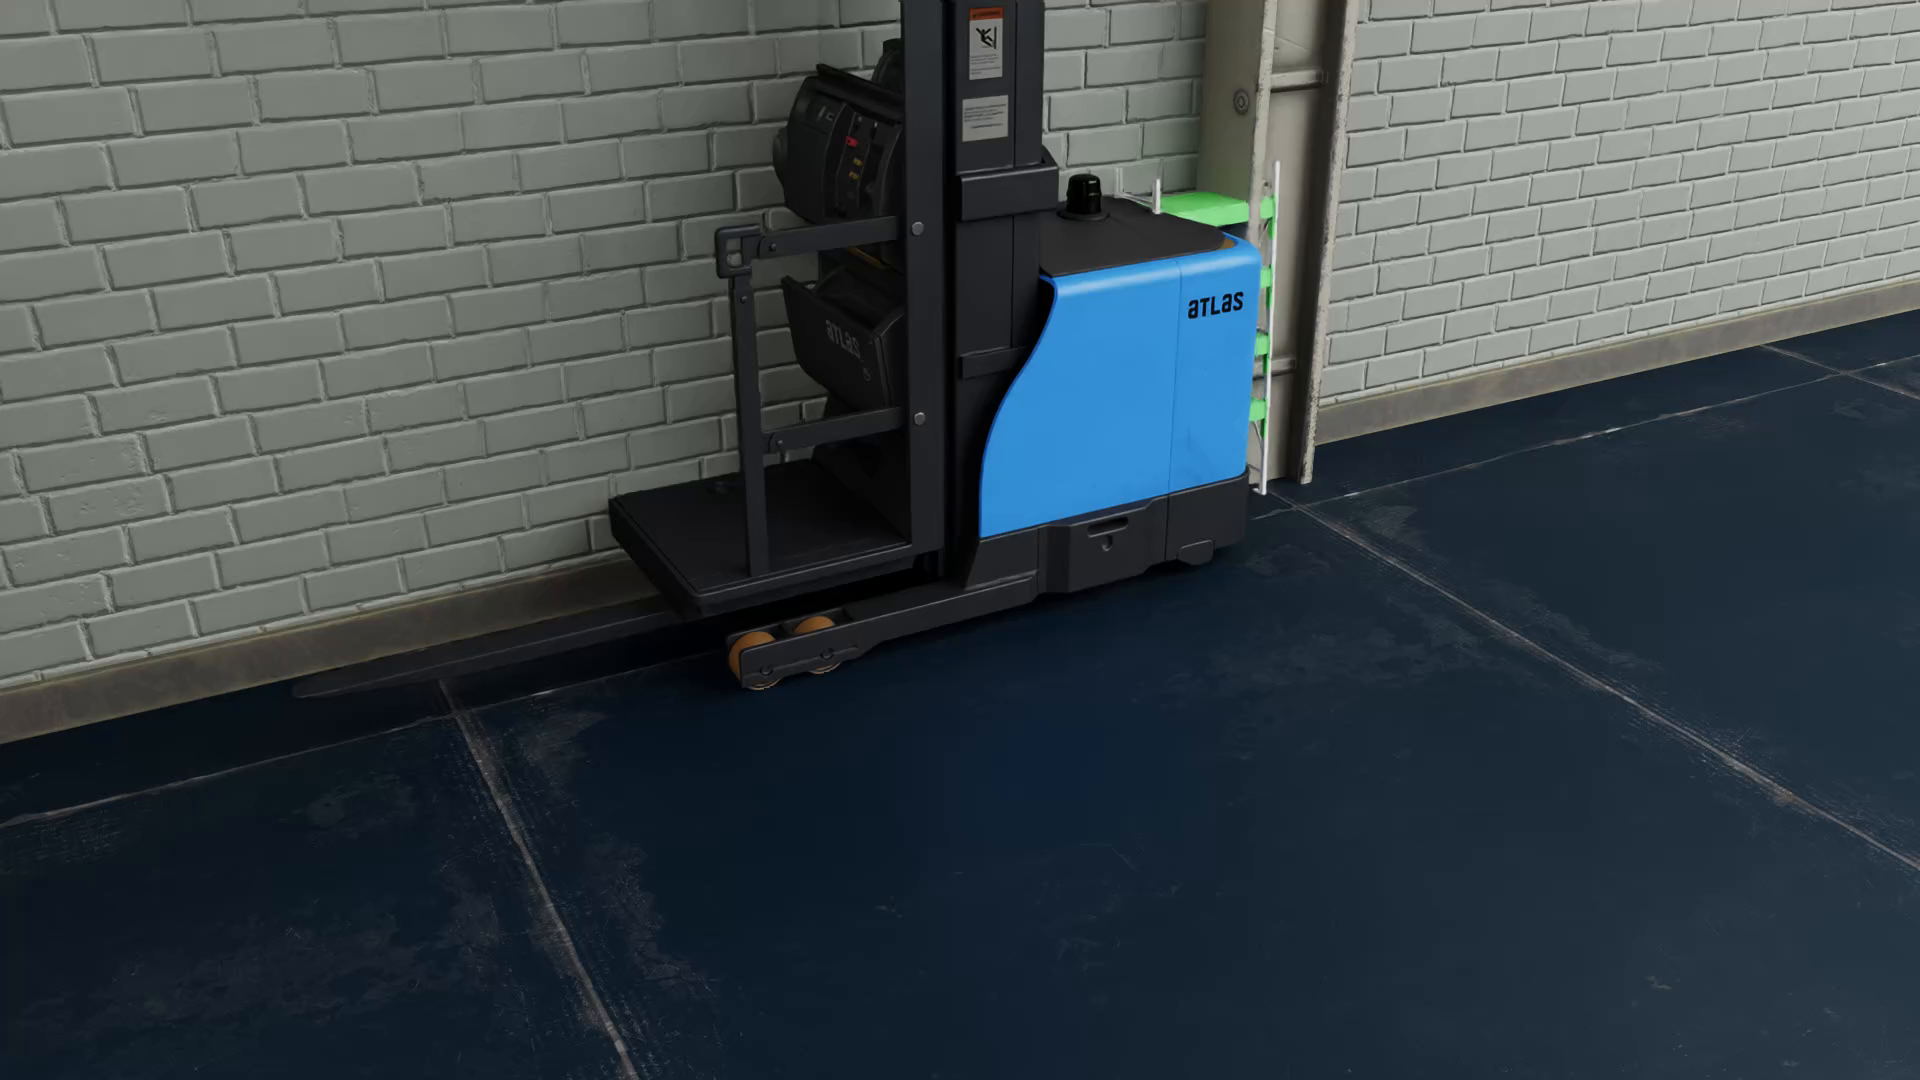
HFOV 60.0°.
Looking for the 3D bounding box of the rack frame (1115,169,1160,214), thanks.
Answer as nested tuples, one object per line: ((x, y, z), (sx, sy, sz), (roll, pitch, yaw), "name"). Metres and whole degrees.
((0.601, -0.649, 5.691), (0.015, 1.200, 0.240), (-14, 26, -26), "rack frame")

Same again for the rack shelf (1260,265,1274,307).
((0.809, -0.864, 5.728), (0.480, 0.148, 0.258), (-14, 26, -26), "rack shelf")

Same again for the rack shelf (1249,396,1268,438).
((0.824, -0.422, 5.917), (0.480, 0.148, 0.258), (-14, 26, -26), "rack shelf")

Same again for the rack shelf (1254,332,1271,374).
((0.816, -0.643, 5.822), (0.480, 0.148, 0.258), (-14, 26, -26), "rack shelf")

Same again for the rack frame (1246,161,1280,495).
((1.028, -0.755, 5.903), (0.015, 1.200, 0.240), (-14, 26, -26), "rack frame")

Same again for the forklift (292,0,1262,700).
((-0.580, -1.146, 4.750), (3.031, 2.935, 1.130), (-13, 29, -26), "forklift")

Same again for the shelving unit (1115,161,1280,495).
((0.814, -0.702, 5.797), (0.503, 1.200, 0.258), (-14, 26, -26), "shelving unit")

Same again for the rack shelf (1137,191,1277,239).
((0.801, -1.084, 5.634), (0.480, 0.148, 0.258), (-14, 26, -26), "rack shelf")

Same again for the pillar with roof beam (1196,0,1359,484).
((3.094, -2.649, 0.870), (0.400, 9.000, 9.100), (-13, 29, -25), "pillar with roof beam")
